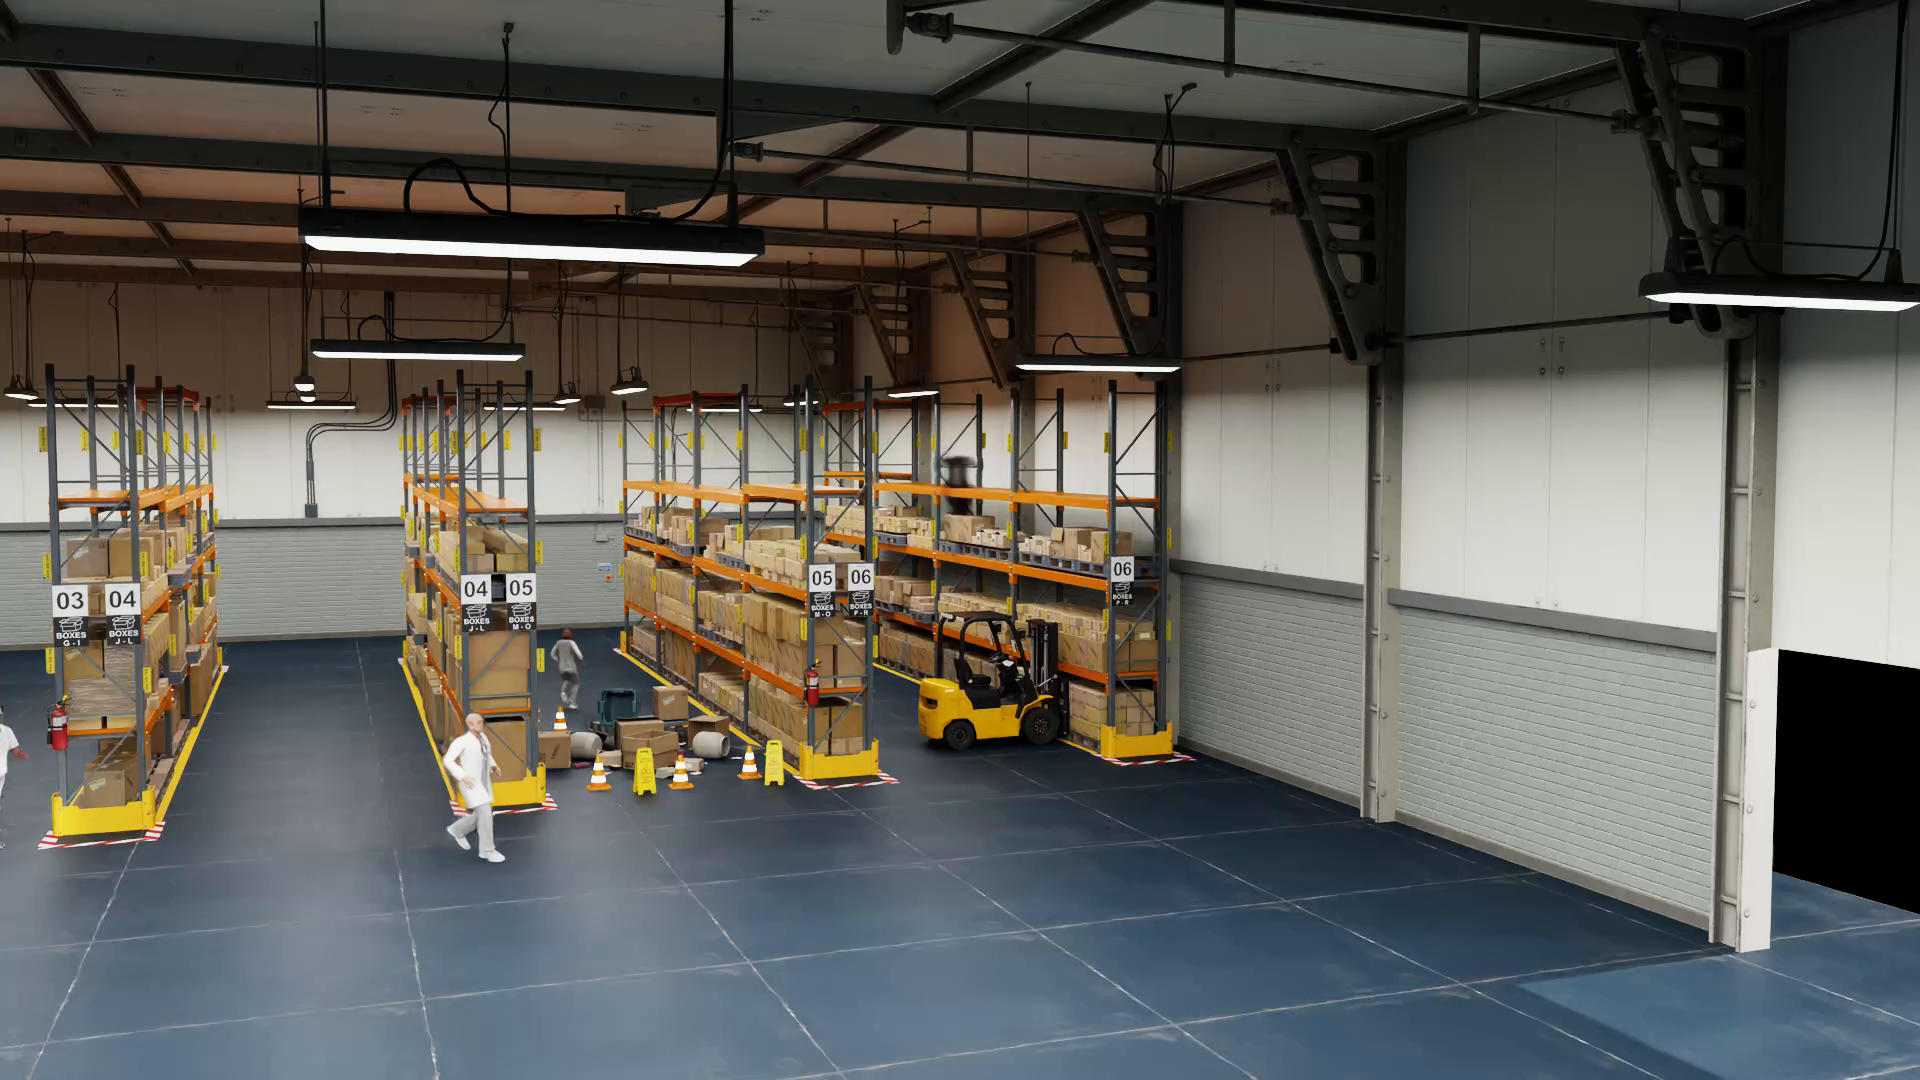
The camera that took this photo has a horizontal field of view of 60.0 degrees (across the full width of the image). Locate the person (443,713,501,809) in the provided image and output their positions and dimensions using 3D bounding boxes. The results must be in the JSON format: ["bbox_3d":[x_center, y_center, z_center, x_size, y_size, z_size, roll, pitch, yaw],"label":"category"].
[{"bbox_3d":[-5.783,2.643,19.915,0.469,1.139,0.764,1,4,20],"label":"person"}]

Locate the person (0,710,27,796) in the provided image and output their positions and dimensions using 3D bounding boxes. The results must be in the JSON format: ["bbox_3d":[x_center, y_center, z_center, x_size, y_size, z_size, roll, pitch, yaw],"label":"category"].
[{"bbox_3d":[-11.997,2.851,20.565,0.891,1.641,0.692,2,4,31],"label":"person"}]

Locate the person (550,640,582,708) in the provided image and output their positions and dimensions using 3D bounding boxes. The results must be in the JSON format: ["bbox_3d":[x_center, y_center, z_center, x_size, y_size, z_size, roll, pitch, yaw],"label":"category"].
[{"bbox_3d":[-7.439,2.533,31.468,0.617,1.296,0.500,0,3,4],"label":"person"}]
